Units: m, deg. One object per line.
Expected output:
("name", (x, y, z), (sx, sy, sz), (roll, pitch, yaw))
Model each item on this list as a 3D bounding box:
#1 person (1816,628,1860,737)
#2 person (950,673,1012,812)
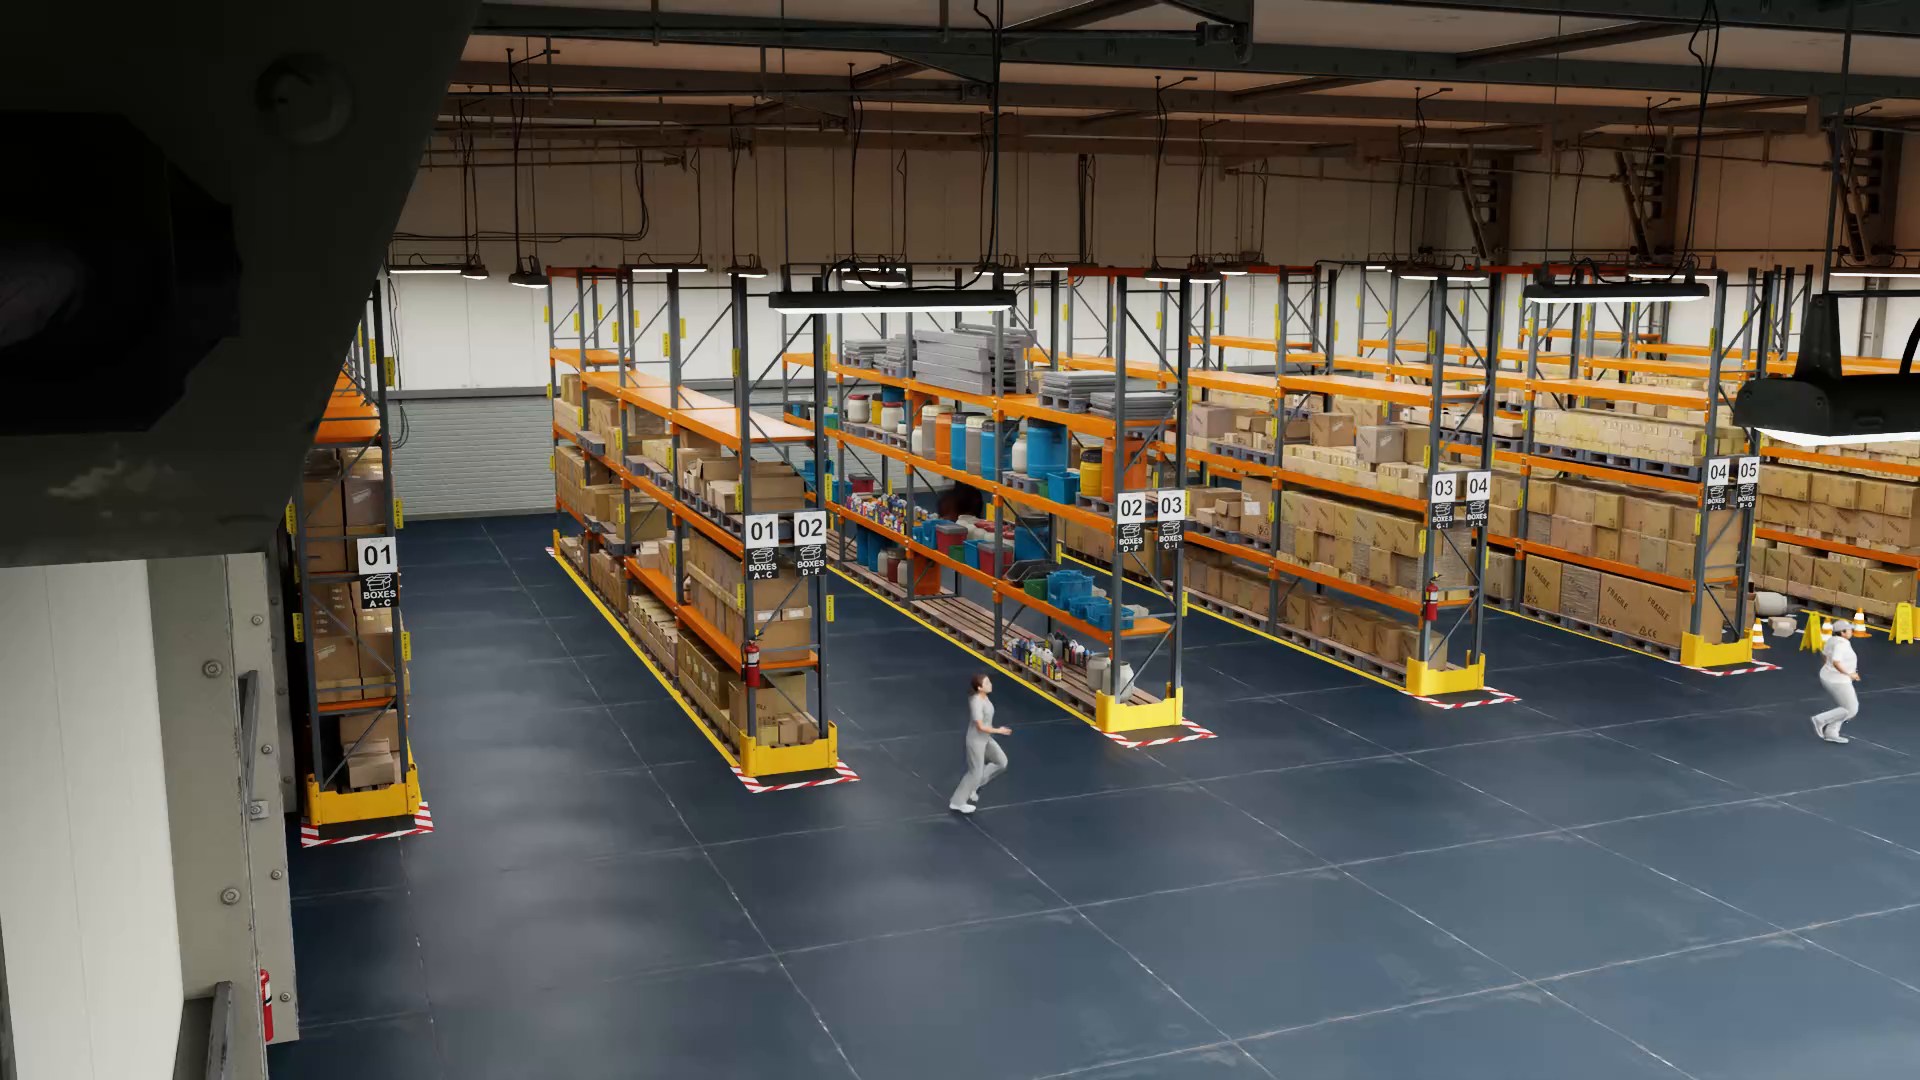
("person", (11.345, 1.802, 21.512), (0.496, 1.531, 0.596), (2, 10, 11))
("person", (0.247, 2.282, 18.859), (0.722, 1.624, 0.582), (2, 10, 13))
